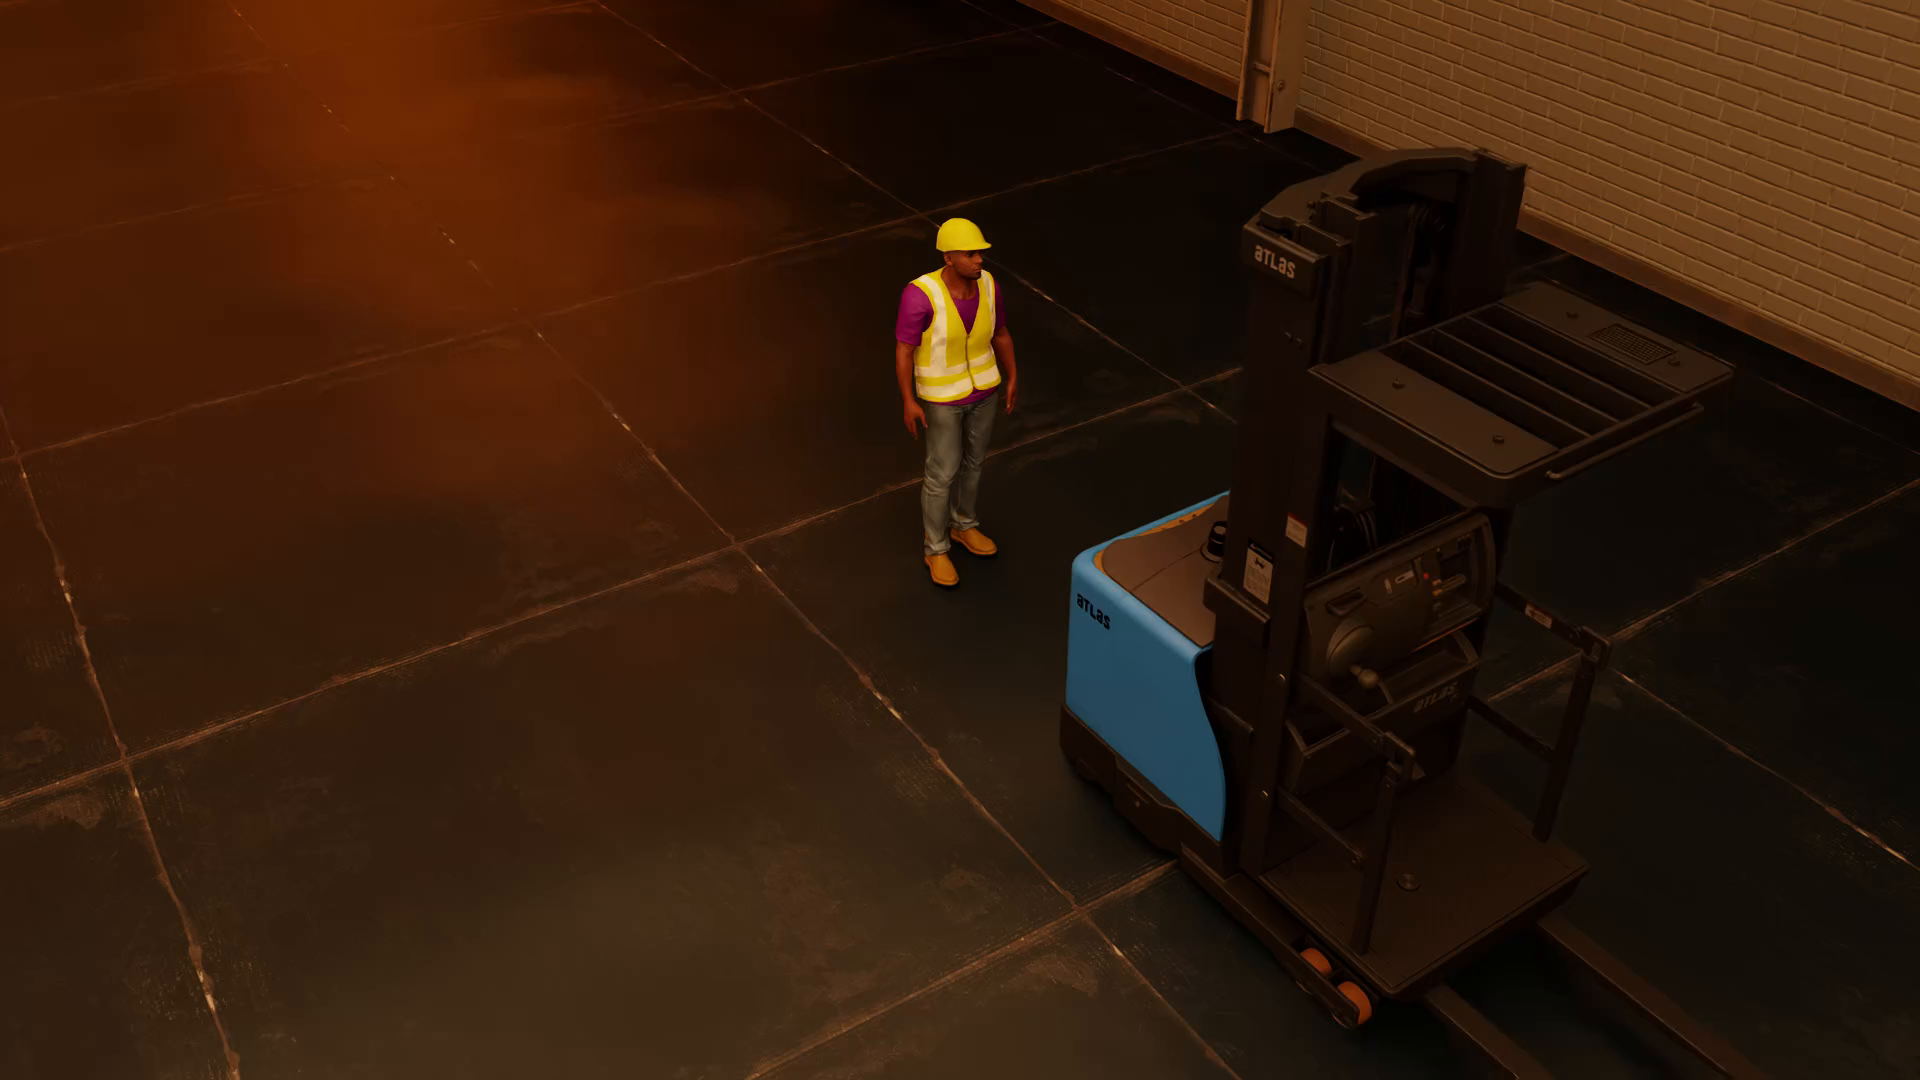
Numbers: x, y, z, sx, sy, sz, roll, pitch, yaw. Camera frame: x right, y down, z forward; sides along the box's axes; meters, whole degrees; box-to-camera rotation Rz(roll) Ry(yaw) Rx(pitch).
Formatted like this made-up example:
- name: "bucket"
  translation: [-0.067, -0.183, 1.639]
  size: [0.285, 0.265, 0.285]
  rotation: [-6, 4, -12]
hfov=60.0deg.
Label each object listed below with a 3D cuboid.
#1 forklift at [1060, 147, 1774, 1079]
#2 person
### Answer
- name: "forklift"
  translation: [1.687, 0.282, 5.747]
  size: [1.130, 2.935, 3.031]
  rotation: [-22, 40, -28]
- name: "person"
  translation: [0.033, -0.693, 8.135]
  size: [0.665, 1.768, 0.575]
  rotation: [-21, 40, -27]
